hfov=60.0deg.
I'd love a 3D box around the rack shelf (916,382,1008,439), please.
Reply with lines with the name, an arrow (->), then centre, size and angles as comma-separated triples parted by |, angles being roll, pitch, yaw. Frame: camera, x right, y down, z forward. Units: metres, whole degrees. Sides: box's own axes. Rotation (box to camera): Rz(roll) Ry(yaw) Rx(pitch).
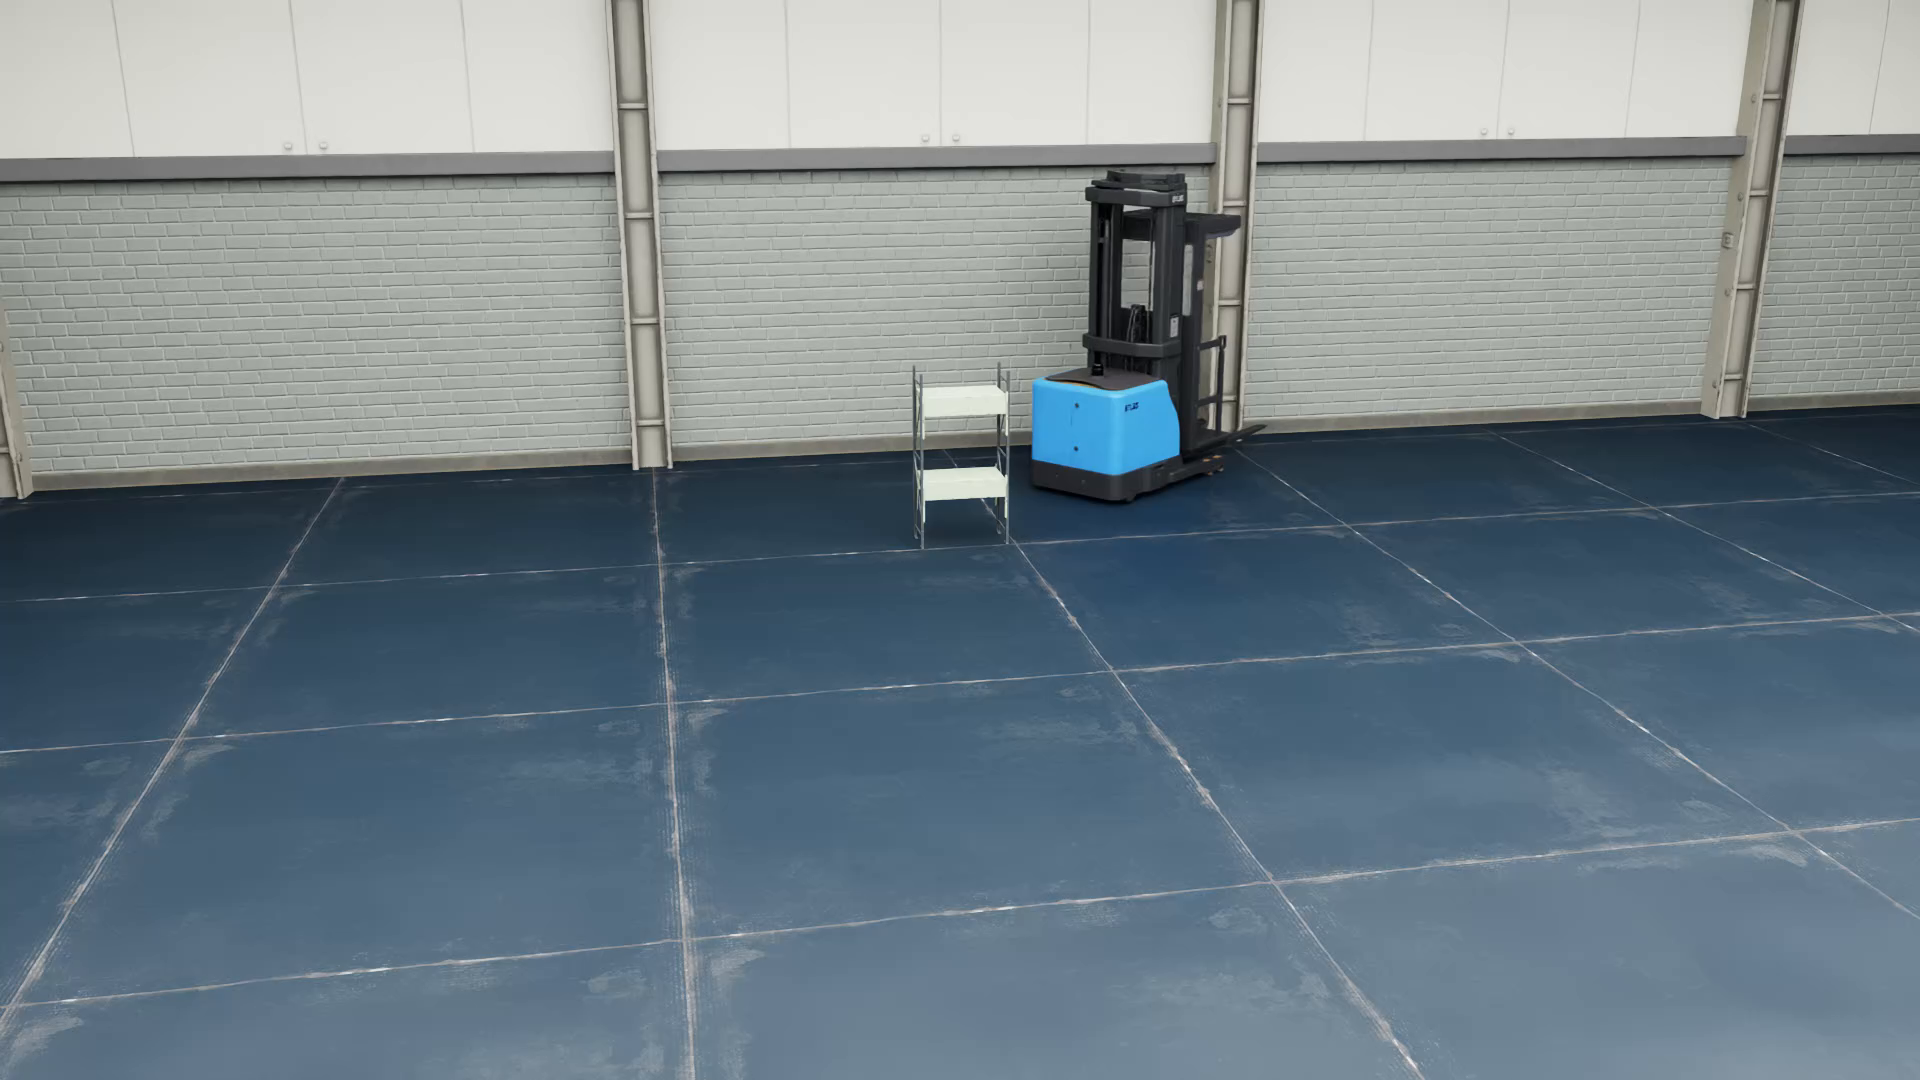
rack shelf -> 0.007, -1.090, 13.978 | 0.720, 0.370, 0.431 | -3, 17, -10

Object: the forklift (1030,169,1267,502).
forklift -> 1.999, -2.118, 16.216 | 1.130, 2.935, 3.031 | 14, 22, 38

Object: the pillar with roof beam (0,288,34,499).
pillar with roof beam -> -8.172, -3.481, 10.318 | 0.400, 9.000, 9.100 | -3, 17, -10

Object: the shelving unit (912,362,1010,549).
shelving unit -> 0.007, -0.717, 14.093 | 0.755, 1.500, 0.431 | -3, 17, -10

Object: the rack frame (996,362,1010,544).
rack frame -> 0.366, -0.738, 14.159 | 0.023, 1.500, 0.400 | -3, 17, -10

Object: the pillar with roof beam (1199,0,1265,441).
pillar with roof beam -> 3.610, -4.149, 12.495 | 0.400, 9.000, 9.100 | -3, 17, -10

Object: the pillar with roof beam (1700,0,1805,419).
pillar with roof beam -> 9.501, -4.484, 13.583 | 0.400, 9.000, 9.100 | -3, 17, -10

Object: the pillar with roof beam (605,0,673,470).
pillar with roof beam -> -2.281, -3.815, 11.406 | 0.400, 9.000, 9.100 | -3, 17, -10

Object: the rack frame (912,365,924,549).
rack frame -> -0.353, -0.697, 14.026 | 0.023, 1.500, 0.400 | -3, 17, -10

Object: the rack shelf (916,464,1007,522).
rack shelf -> 0.007, -0.406, 14.189 | 0.720, 0.370, 0.431 | -3, 17, -10
